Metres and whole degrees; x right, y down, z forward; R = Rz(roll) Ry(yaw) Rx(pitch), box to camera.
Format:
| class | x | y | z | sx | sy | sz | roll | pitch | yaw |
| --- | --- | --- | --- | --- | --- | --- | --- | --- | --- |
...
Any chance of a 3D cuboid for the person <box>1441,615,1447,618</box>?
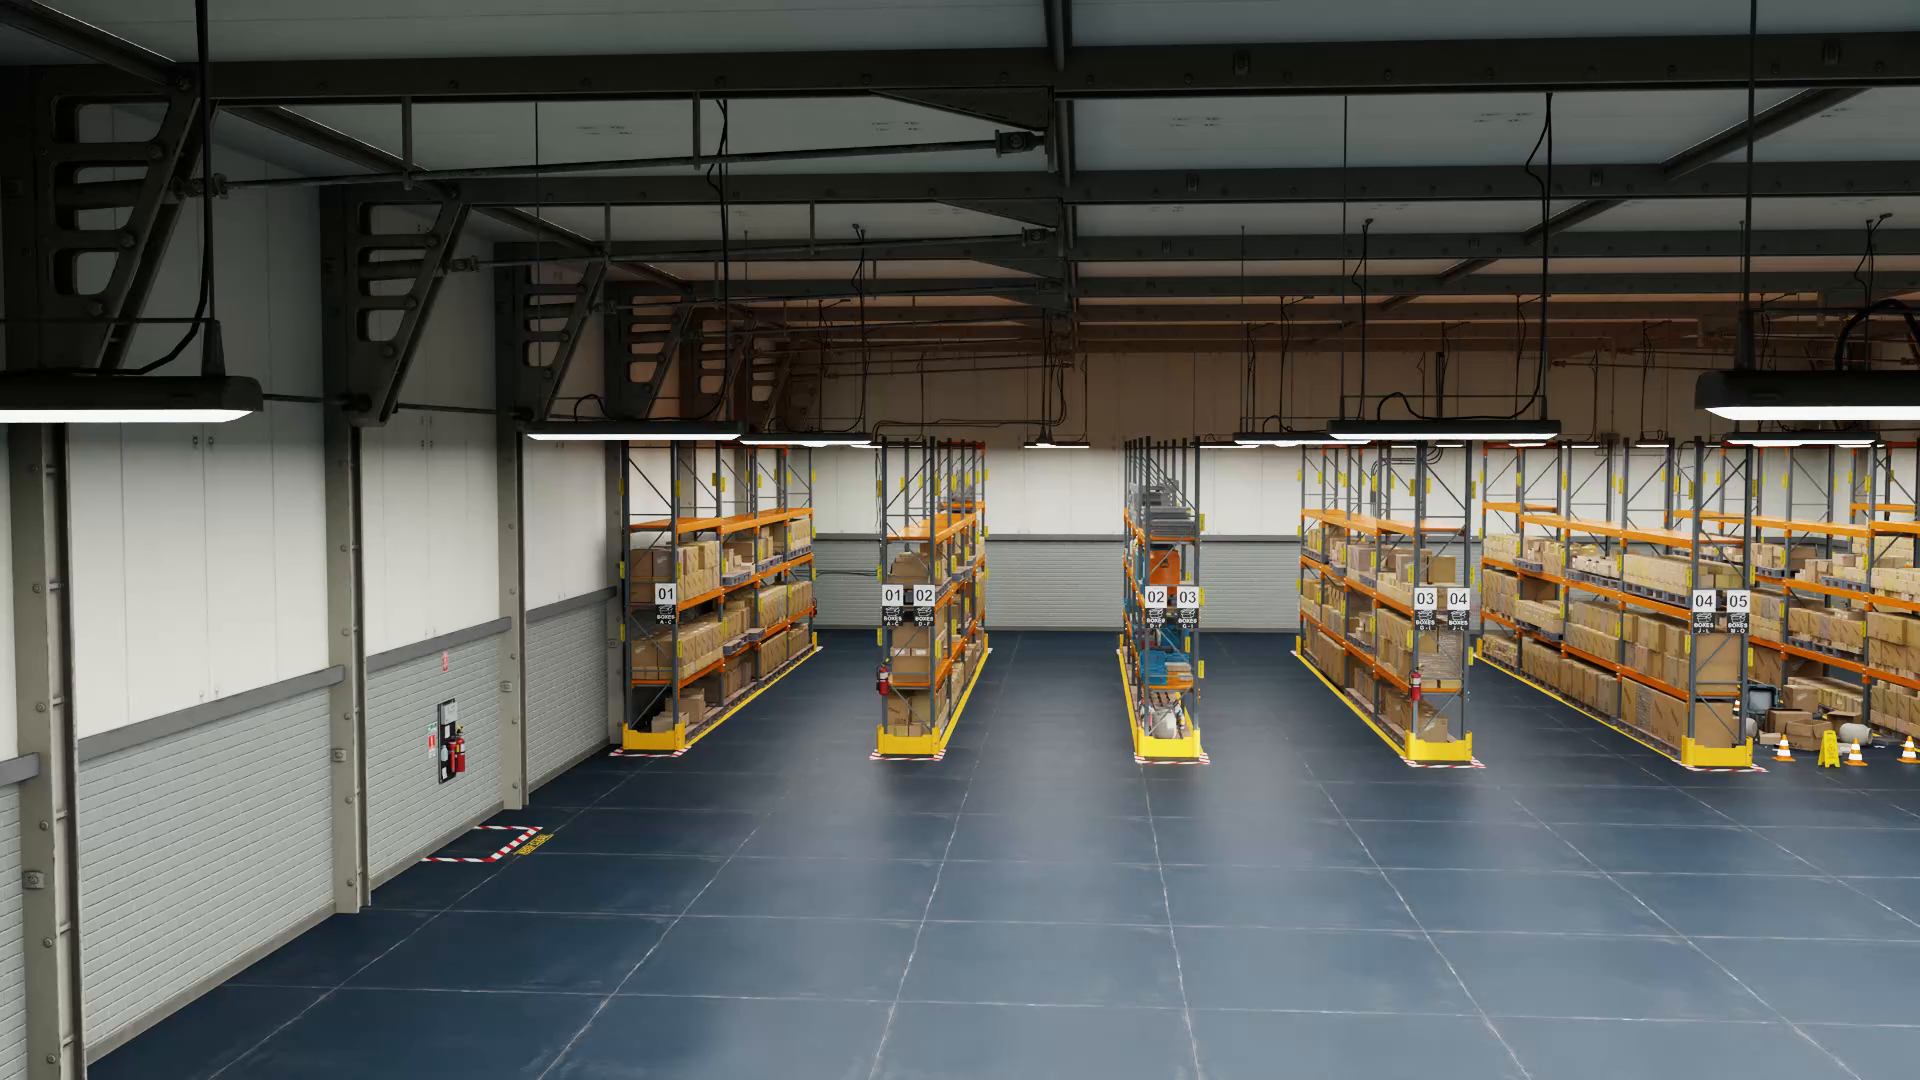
| class | x | y | z | sx | sy | sz | roll | pitch | yaw |
| --- | --- | --- | --- | --- | --- | --- | --- | --- | --- |
| person | 13.151 | 2.550 | 45.247 | 0.563 | 1.529 | 0.609 | 1 | 3 | 13 |
